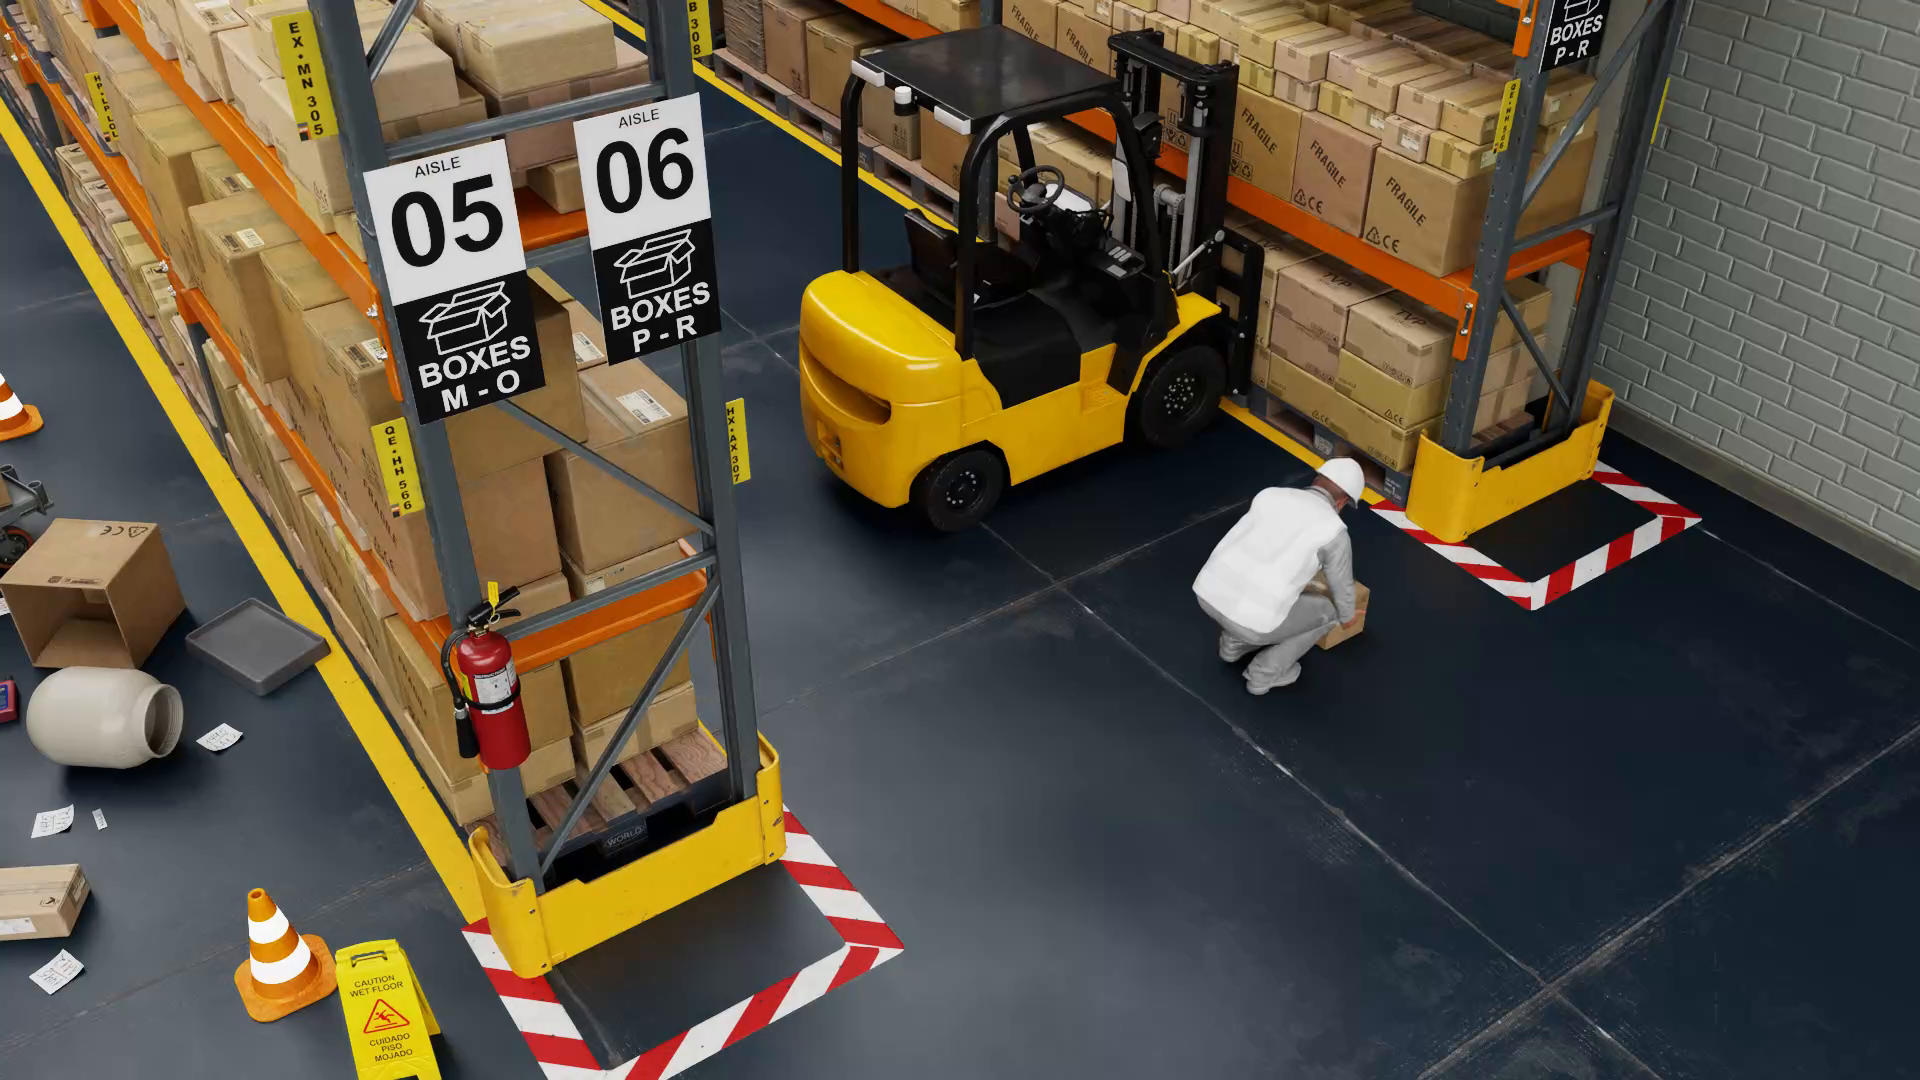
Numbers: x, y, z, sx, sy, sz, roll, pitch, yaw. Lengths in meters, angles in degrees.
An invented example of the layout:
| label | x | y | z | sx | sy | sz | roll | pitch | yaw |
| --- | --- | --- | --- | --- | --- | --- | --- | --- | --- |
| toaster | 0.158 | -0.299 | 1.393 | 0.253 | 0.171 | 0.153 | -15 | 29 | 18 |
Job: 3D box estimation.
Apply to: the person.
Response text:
| label | x | y | z | sx | sy | sz | roll | pitch | yaw |
| --- | --- | --- | --- | --- | --- | --- | --- | --- | --- |
| person | 1.462 | 0.155 | 7.501 | 0.913 | 0.916 | 0.536 | -23 | 42 | -28 |
